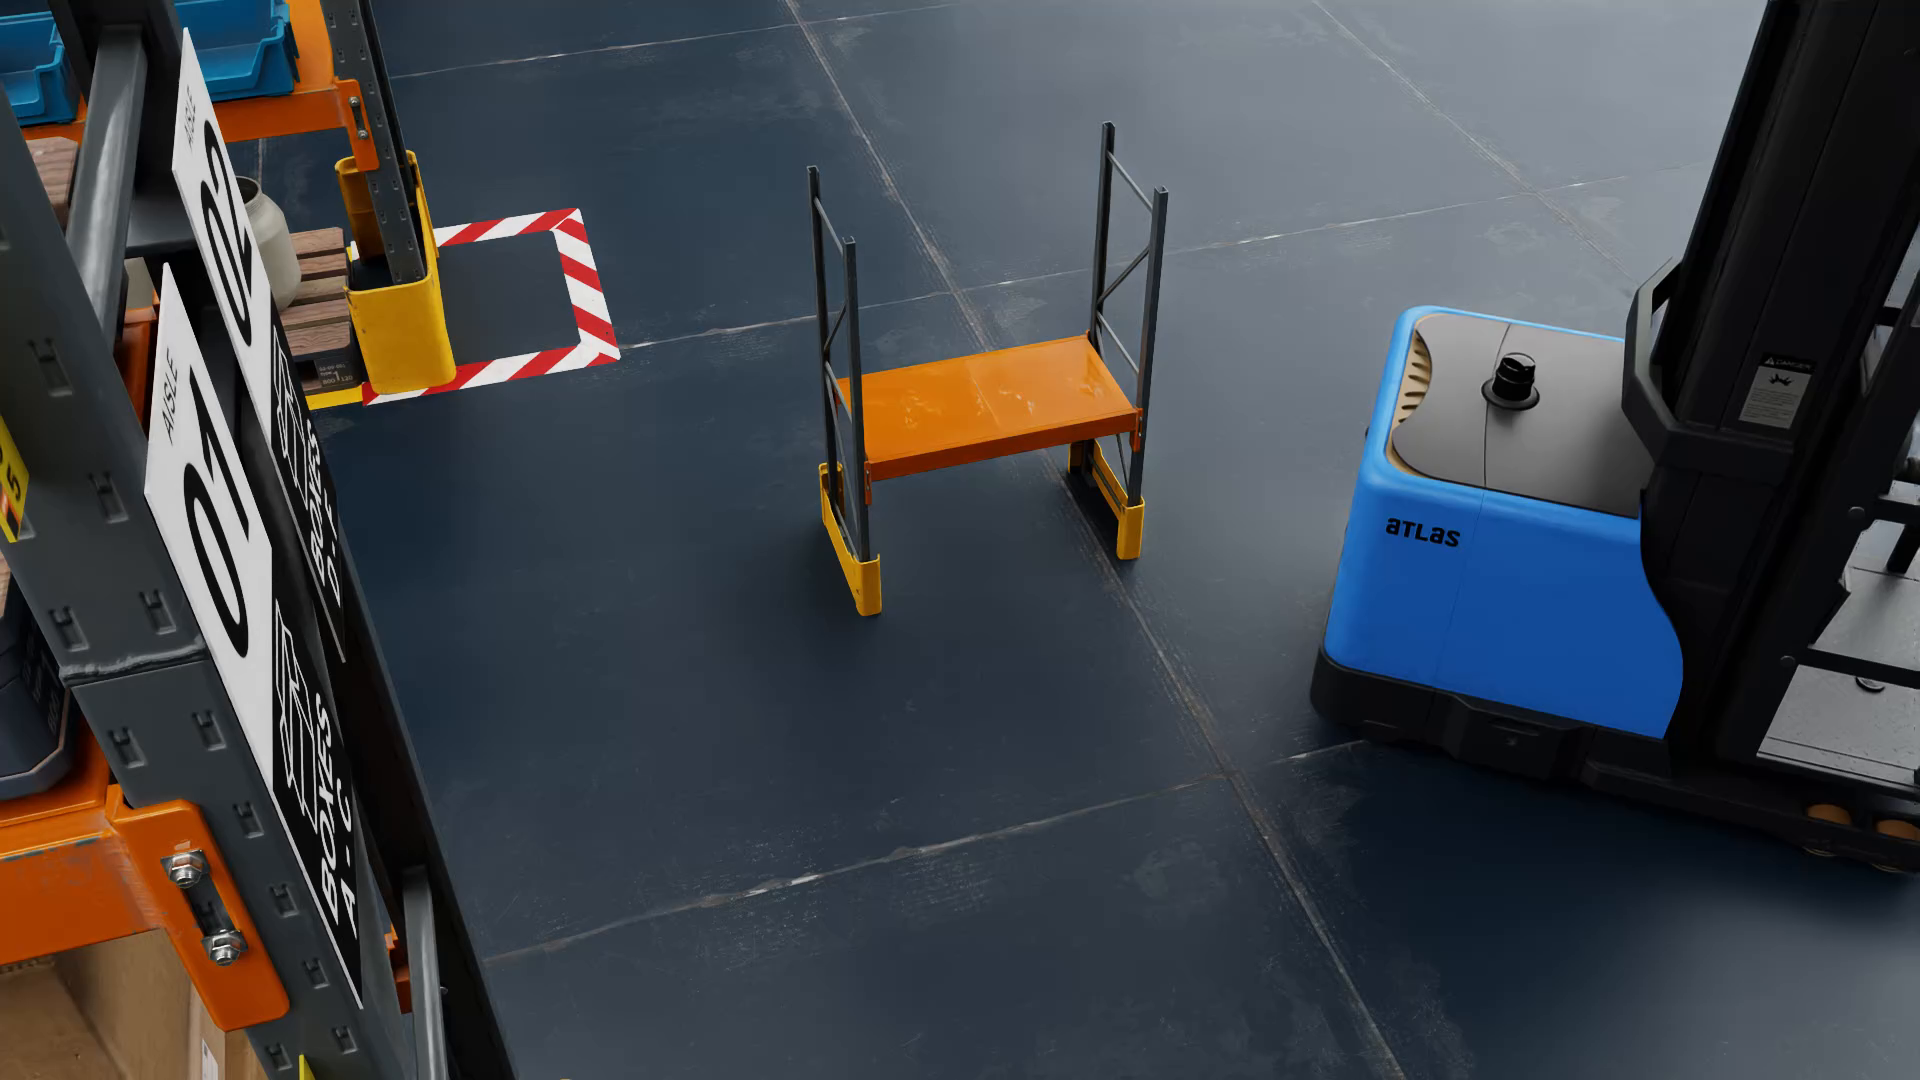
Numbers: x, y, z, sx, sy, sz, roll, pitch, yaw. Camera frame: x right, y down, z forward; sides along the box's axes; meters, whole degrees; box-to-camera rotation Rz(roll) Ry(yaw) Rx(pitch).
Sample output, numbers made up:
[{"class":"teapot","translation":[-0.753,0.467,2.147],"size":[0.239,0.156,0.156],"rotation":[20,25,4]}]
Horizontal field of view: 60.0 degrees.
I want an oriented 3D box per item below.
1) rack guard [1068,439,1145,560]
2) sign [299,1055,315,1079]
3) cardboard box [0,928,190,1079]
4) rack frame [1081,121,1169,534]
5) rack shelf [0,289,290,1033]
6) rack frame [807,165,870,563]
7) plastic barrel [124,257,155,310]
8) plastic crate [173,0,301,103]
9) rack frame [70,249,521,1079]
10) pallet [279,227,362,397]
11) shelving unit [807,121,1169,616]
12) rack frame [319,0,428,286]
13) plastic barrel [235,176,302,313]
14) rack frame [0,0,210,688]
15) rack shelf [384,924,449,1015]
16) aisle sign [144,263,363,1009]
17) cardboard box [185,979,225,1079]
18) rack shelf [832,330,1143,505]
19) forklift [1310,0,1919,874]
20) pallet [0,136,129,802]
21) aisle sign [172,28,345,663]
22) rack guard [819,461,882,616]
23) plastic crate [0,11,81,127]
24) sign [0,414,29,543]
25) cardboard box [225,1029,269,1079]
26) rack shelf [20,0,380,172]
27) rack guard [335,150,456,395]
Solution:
[{"class":"rack guard","translation":[0.548,-0.208,6.298],"size":[0.087,0.250,0.587],"rotation":[-12,42,-13]},{"class":"sign","translation":[-0.766,0.758,2.042],"size":[0.005,0.325,0.100],"rotation":[-12,42,-13]},{"class":"cardboard box","translation":[-1.415,0.509,2.326],"size":[0.500,0.500,0.700],"rotation":[-12,42,-13]},{"class":"rack frame","translation":[0.566,-0.682,5.891],"size":[0.032,1.500,0.500],"rotation":[-12,42,-13]},{"class":"rack shelf","translation":[-2.823,0.477,1.691],"size":[4.000,0.370,1.077],"rotation":[-12,42,-13]},{"class":"rack frame","translation":[-0.404,-0.481,5.661],"size":[0.032,1.500,0.500],"rotation":[-12,42,-13]},{"class":"plastic barrel","translation":[-3.483,-1.113,6.816],"size":[0.421,0.512,0.421],"rotation":[0,41,0]},{"class":"plastic crate","translation":[-2.787,-1.826,6.173],"size":[0.616,0.251,0.499],"rotation":[-12,42,-13]},{"class":"rack frame","translation":[-0.915,0.940,2.894],"size":[0.127,3.000,1.000],"rotation":[-12,42,-13]},{"class":"pallet","translation":[-3.235,-0.917,7.139],"size":[1.213,0.211,1.003],"rotation":[-12,42,-13]},{"class":"shelving unit","translation":[0.073,-0.580,5.774],"size":[1.083,1.500,0.587],"rotation":[-12,42,-13]},{"class":"rack frame","translation":[-2.400,-2.169,6.453],"size":[0.127,3.000,1.000],"rotation":[-12,42,-13]},{"class":"plastic barrel","translation":[-3.005,-1.212,6.929],"size":[0.421,0.512,0.421],"rotation":[0,41,0]},{"class":"rack frame","translation":[-0.915,-1.319,0.920],"size":[0.127,3.000,1.000],"rotation":[-12,42,-13]},{"class":"rack shelf","translation":[-2.823,1.606,2.678],"size":[4.000,0.370,1.077],"rotation":[-12,42,-13]},{"class":"aisle sign","translation":[-0.765,0.133,1.842],"size":[0.004,0.787,0.394],"rotation":[-12,42,-13]},{"class":"cardboard box","translation":[-1.223,0.853,2.424],"size":[0.250,0.149,0.380],"rotation":[-12,43,-14]},{"class":"rack shelf","translation":[0.081,-0.446,5.894],"size":[1.000,0.185,0.538],"rotation":[-12,42,-13]},{"class":"forklift","translation":[2.739,-0.483,4.575],"size":[3.031,2.935,1.130],"rotation":[12,43,14]},{"class":"pallet","translation":[-1.598,-0.033,1.795],"size":[1.213,0.211,1.003],"rotation":[-12,42,-13]},{"class":"aisle sign","translation":[-0.945,-0.244,2.273],"size":[0.004,0.787,0.394],"rotation":[-12,42,-13]},{"class":"rack guard","translation":[-0.402,-0.011,6.072],"size":[0.087,0.250,0.587],"rotation":[-12,42,-13]},{"class":"plastic crate","translation":[-3.408,-1.701,6.031],"size":[0.408,0.251,0.499],"rotation":[-12,42,-13]},{"class":"sign","translation":[-0.766,-0.150,1.249],"size":[0.005,0.325,0.100],"rotation":[-12,42,-13]},{"class":"cardboard box","translation":[-1.365,0.987,2.765],"size":[0.500,0.500,0.700],"rotation":[-12,42,-13]},{"class":"rack shelf","translation":[-4.307,-1.503,6.237],"size":[4.000,0.370,1.077],"rotation":[-12,42,-13]},{"class":"rack guard","translation":[-2.458,-1.183,7.224],"size":[0.348,0.500,1.175],"rotation":[-12,42,-13]}]
